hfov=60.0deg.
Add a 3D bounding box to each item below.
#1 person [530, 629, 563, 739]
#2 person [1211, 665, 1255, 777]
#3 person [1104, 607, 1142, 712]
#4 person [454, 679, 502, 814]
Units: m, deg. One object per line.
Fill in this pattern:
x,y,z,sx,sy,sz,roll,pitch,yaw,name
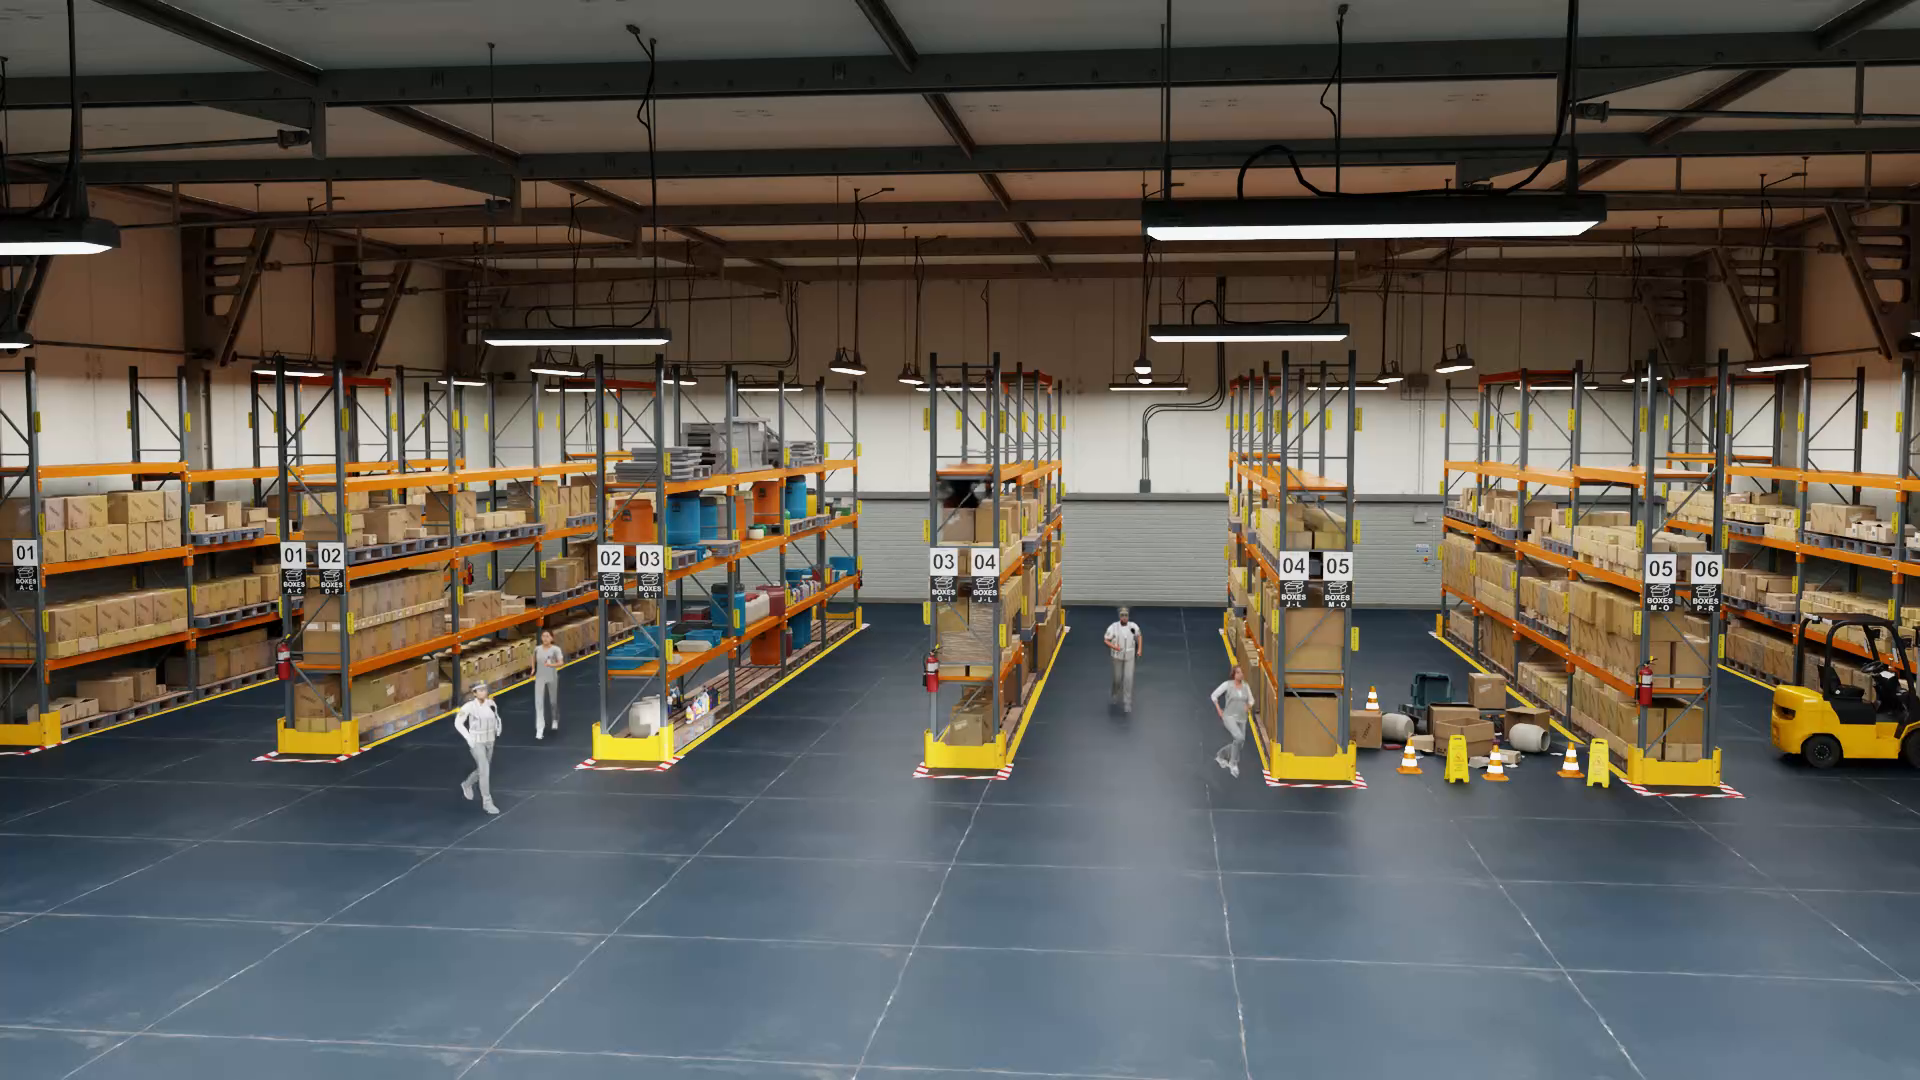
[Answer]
-6.601,2.260,26.576,0.552,1.682,0.907,0,4,-3,person
3.768,2.450,22.767,0.542,1.497,0.733,-1,4,-18,person
2.859,2.060,29.117,0.685,1.803,0.870,0,4,-2,person
-6.203,2.625,21.470,0.833,1.705,0.608,3,5,39,person
